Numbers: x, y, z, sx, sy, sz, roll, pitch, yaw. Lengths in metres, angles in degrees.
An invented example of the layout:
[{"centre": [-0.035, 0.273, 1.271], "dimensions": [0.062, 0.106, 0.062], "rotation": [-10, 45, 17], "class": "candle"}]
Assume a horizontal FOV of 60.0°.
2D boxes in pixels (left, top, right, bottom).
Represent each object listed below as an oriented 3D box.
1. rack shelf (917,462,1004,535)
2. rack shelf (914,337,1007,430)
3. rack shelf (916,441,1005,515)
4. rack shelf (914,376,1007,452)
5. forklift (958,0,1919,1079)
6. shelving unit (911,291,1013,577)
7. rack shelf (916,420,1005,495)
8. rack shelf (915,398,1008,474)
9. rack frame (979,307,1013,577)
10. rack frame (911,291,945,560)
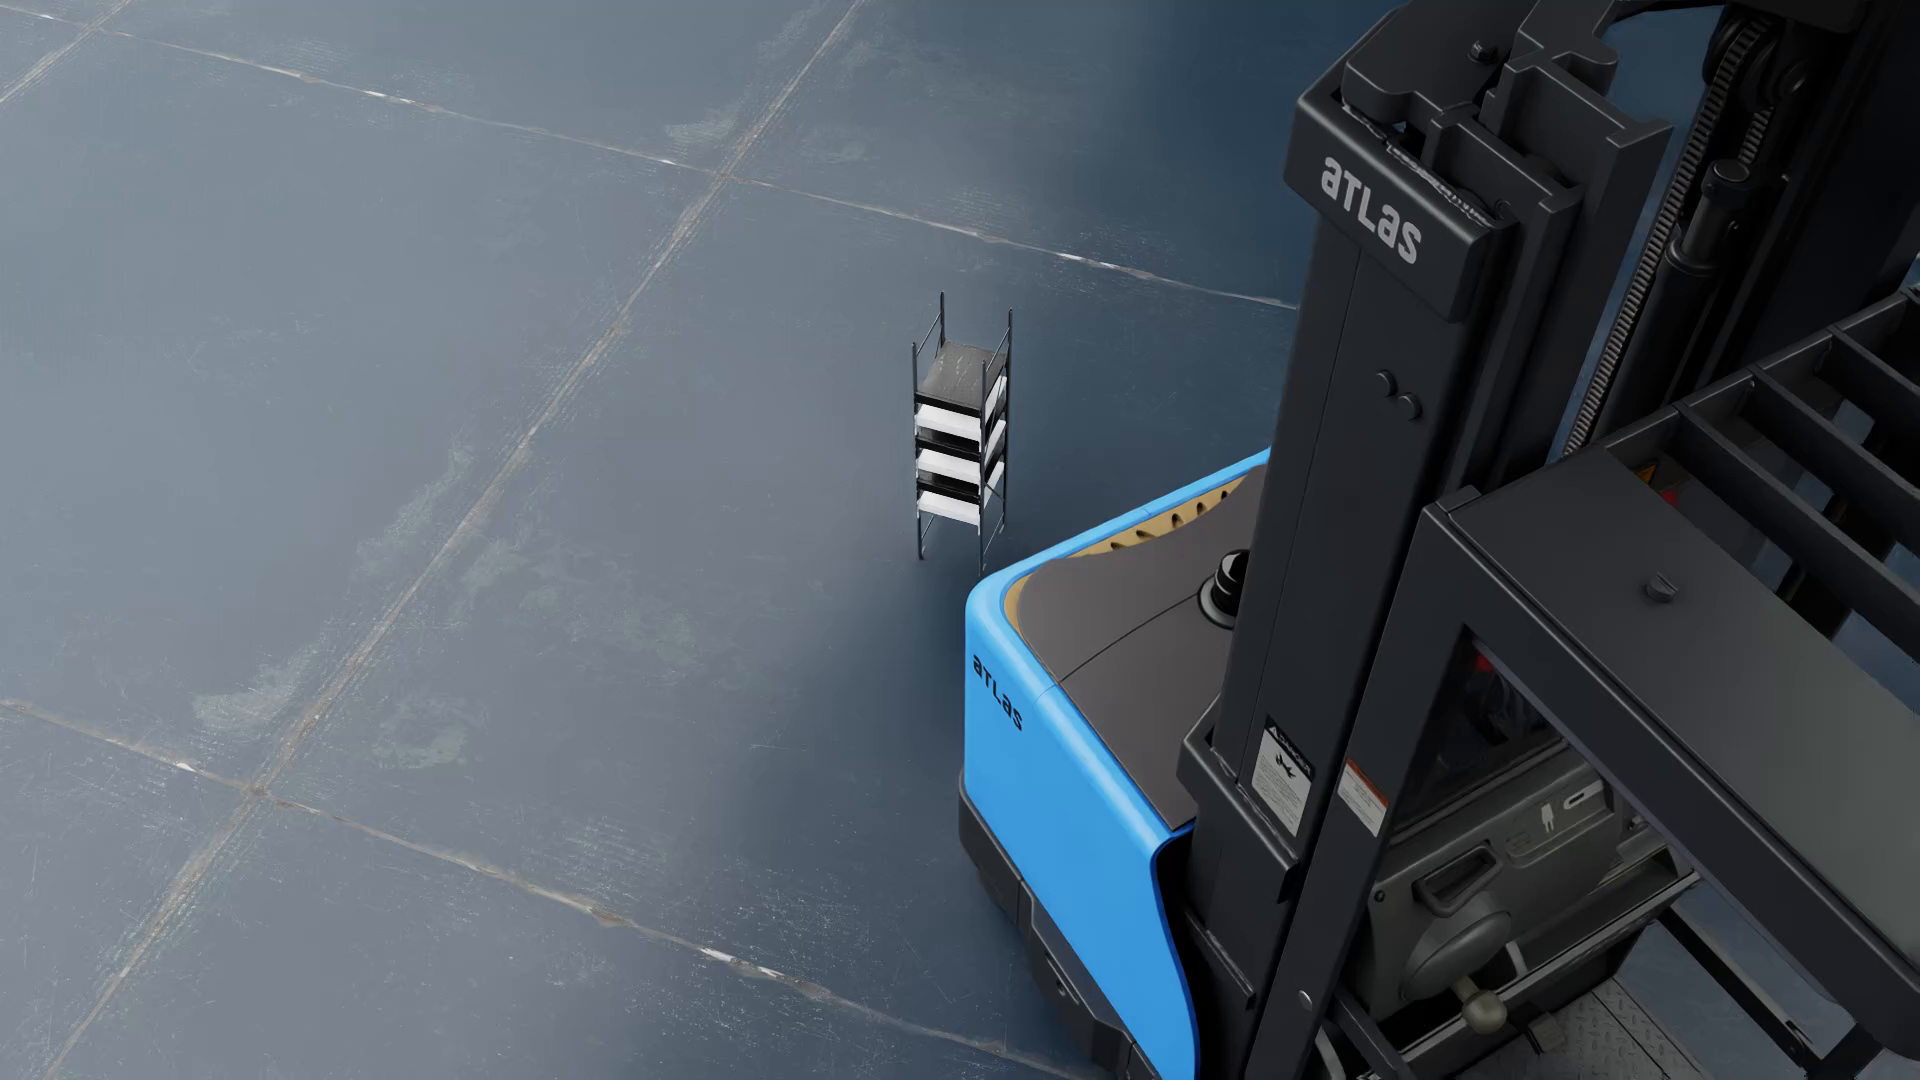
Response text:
[{"centre": [0.008, -0.153, 5.069], "dimensions": [0.200, 0.077, 0.258], "rotation": [16, 51, 13], "class": "rack shelf"}, {"centre": [0.008, -0.448, 4.729], "dimensions": [0.200, 0.077, 0.258], "rotation": [16, 51, 13], "class": "rack shelf"}, {"centre": [0.008, -0.212, 5.001], "dimensions": [0.200, 0.077, 0.258], "rotation": [16, 51, 13], "class": "rack shelf"}, {"centre": [0.008, -0.389, 4.797], "dimensions": [0.200, 0.077, 0.258], "rotation": [16, 51, 13], "class": "rack shelf"}, {"centre": [1.176, 0.626, 2.768], "dimensions": [1.130, 2.935, 3.031], "rotation": [-24, 53, -19], "class": "forklift"}, {"centre": [0.008, -0.293, 4.908], "dimensions": [0.210, 0.900, 0.258], "rotation": [16, 51, 13], "class": "shelving unit"}, {"centre": [0.008, -0.271, 4.933], "dimensions": [0.200, 0.077, 0.258], "rotation": [16, 51, 13], "class": "rack shelf"}, {"centre": [0.008, -0.330, 4.865], "dimensions": [0.200, 0.077, 0.258], "rotation": [16, 51, 13], "class": "rack shelf"}, {"centre": [0.103, -0.266, 4.885], "dimensions": [0.006, 0.900, 0.240], "rotation": [16, 51, 13], "class": "rack frame"}, {"centre": [-0.088, -0.319, 4.931], "dimensions": [0.006, 0.900, 0.240], "rotation": [16, 51, 13], "class": "rack frame"}]
